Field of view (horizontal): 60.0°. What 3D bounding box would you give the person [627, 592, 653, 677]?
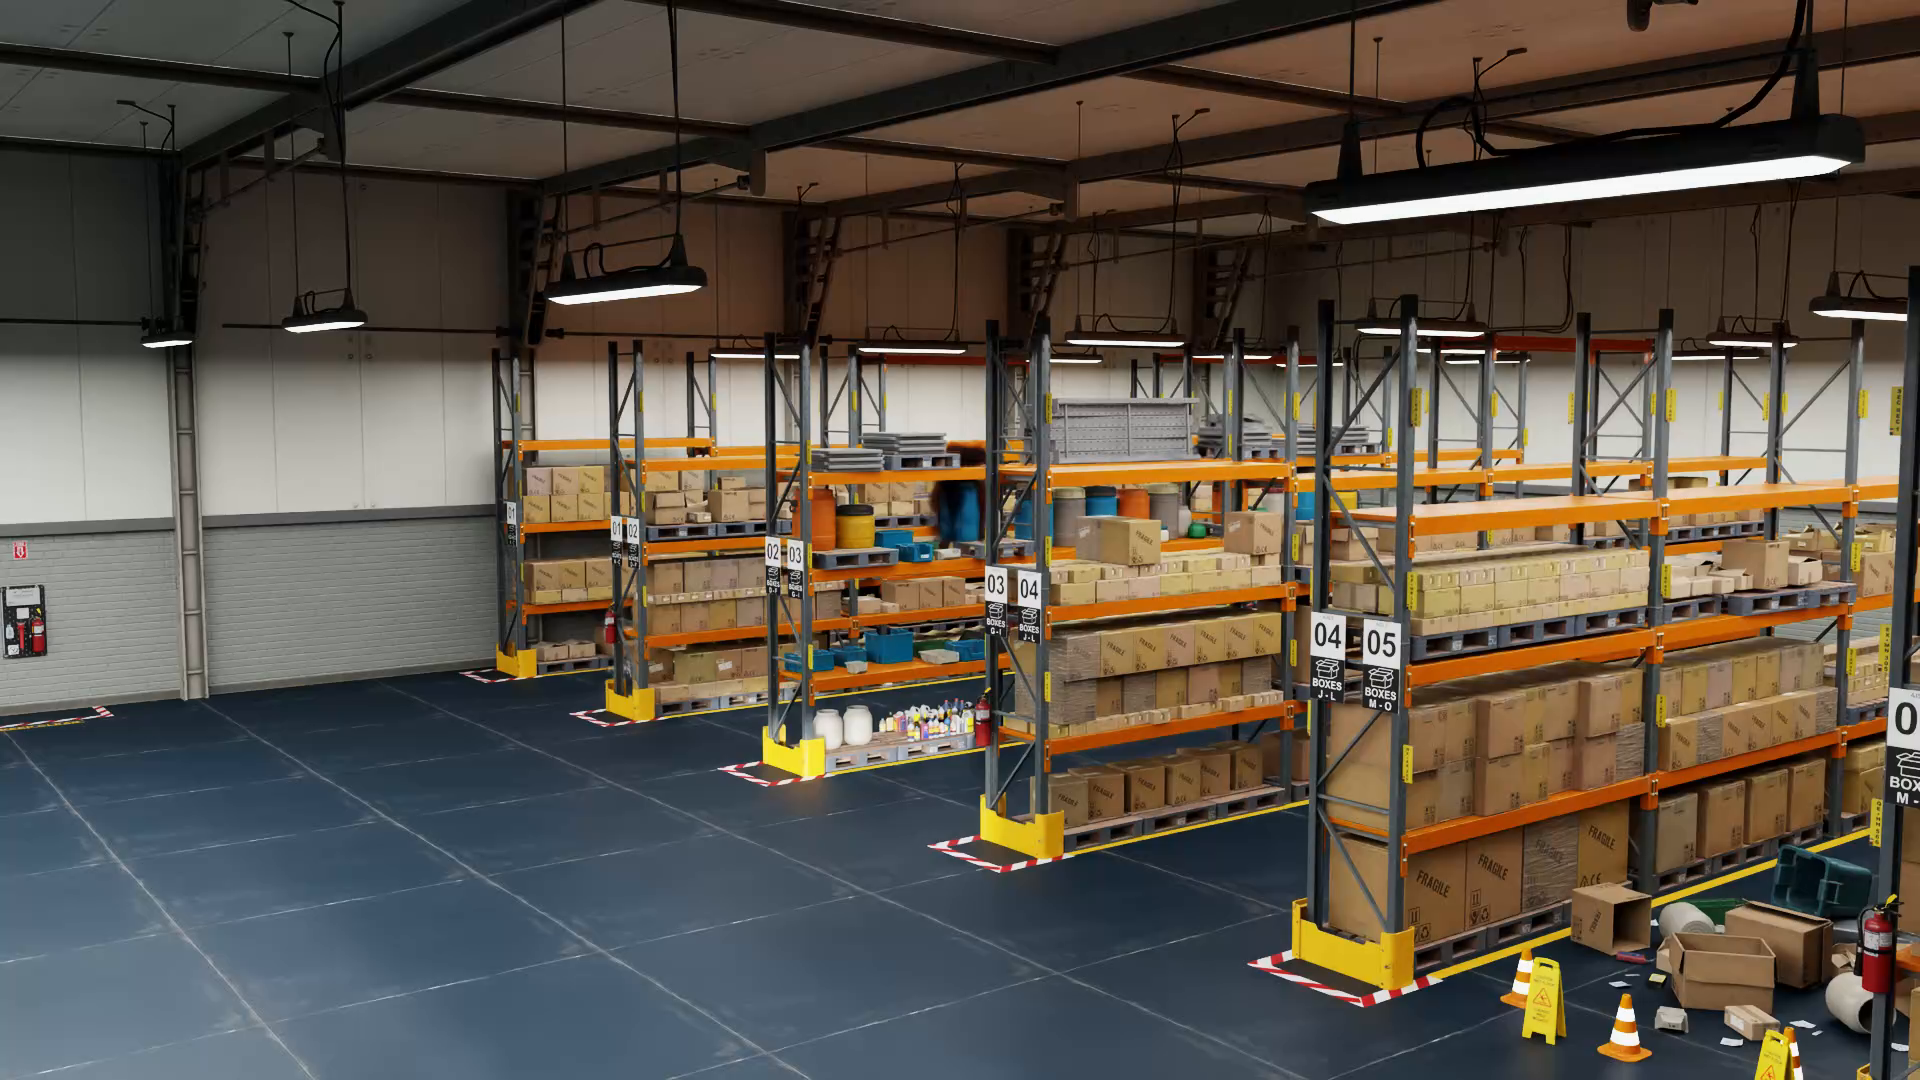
[{"bbox_3d":[-5.719,1.699,29.744,0.514,1.685,0.472,0,5,-5],"label":"person"}]
